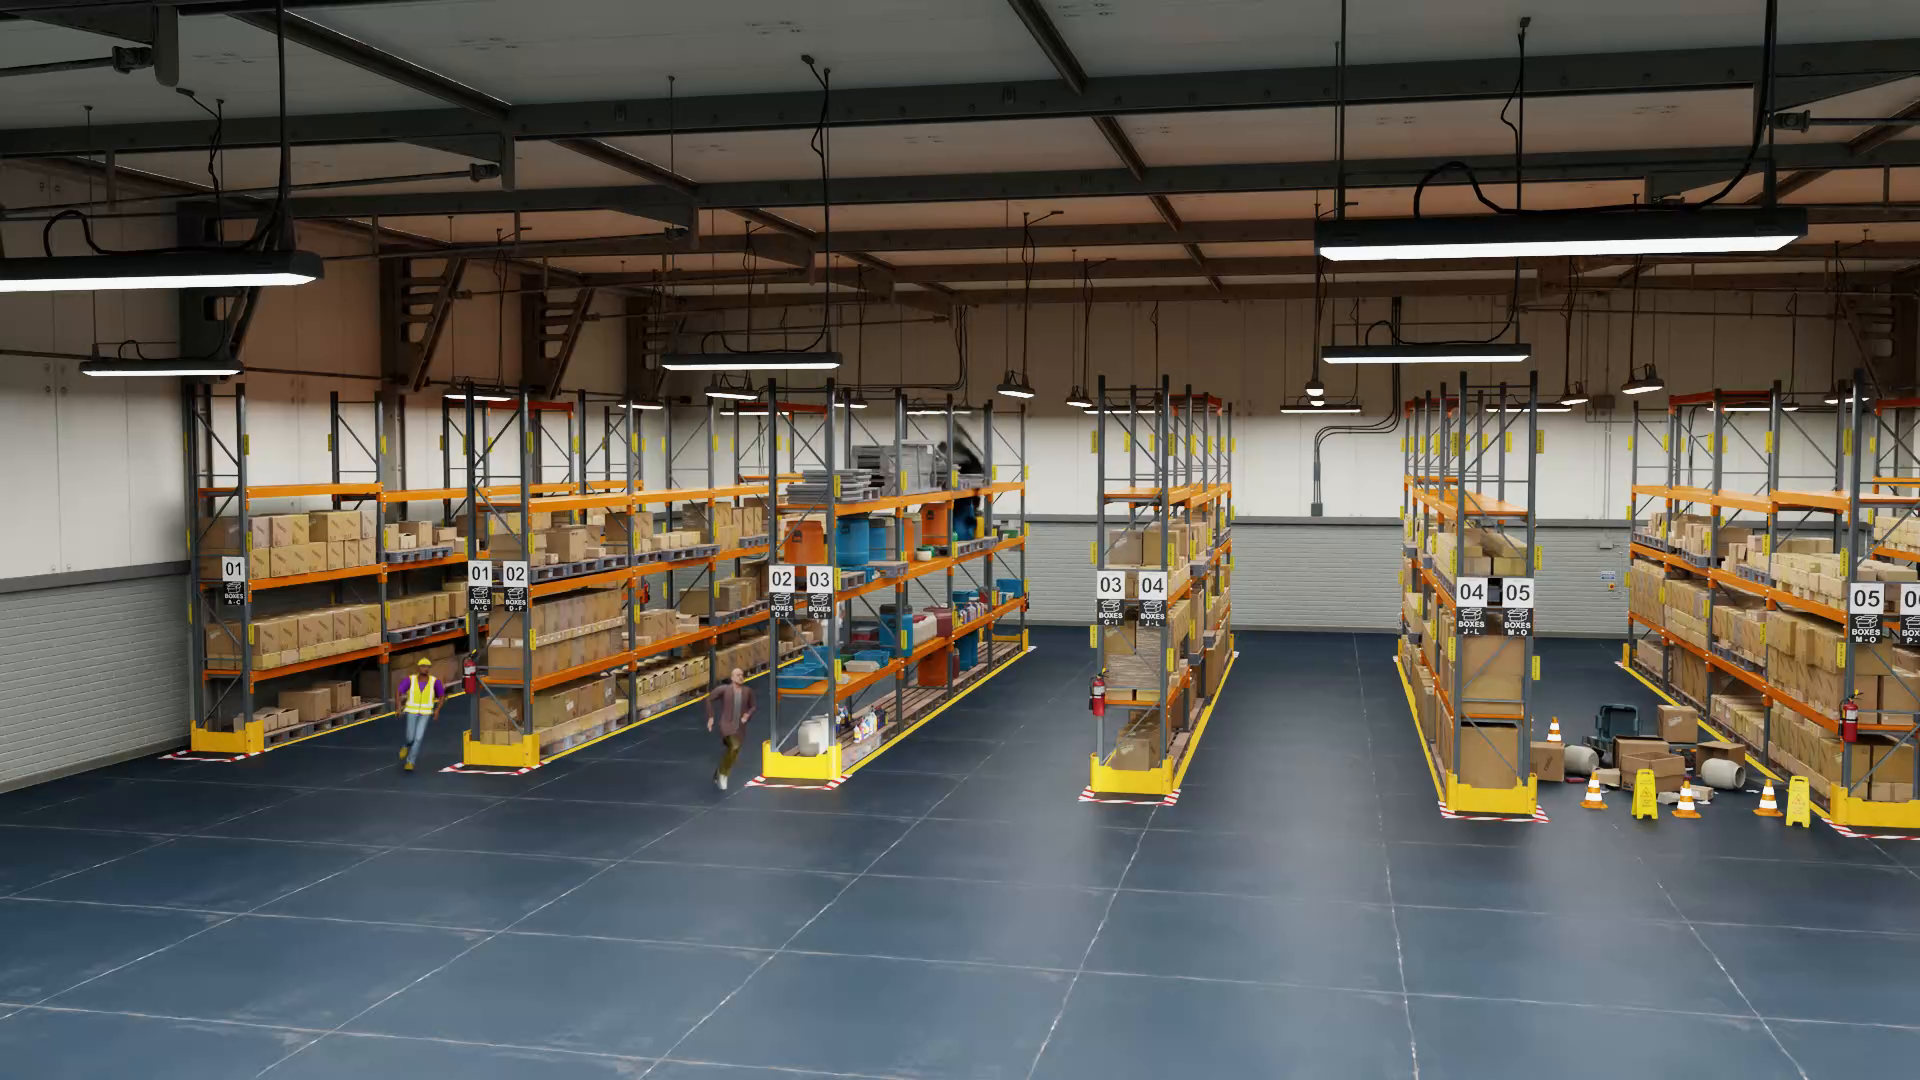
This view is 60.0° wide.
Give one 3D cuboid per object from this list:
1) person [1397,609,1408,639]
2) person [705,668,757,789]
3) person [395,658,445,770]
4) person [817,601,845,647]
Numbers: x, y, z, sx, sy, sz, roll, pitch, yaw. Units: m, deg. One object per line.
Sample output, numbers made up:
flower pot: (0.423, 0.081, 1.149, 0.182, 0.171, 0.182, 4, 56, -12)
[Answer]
person: (10.728, 1.916, 39.728, 0.519, 1.629, 0.839, 1, 3, 11)
person: (-3.286, 2.737, 24.238, 0.695, 1.712, 0.684, -2, 4, -33)
person: (-8.357, 2.681, 25.781, 0.741, 1.695, 0.602, -1, 3, -21)
person: (-2.740, 1.830, 35.172, 0.678, 1.746, 0.570, 0, 3, 5)
